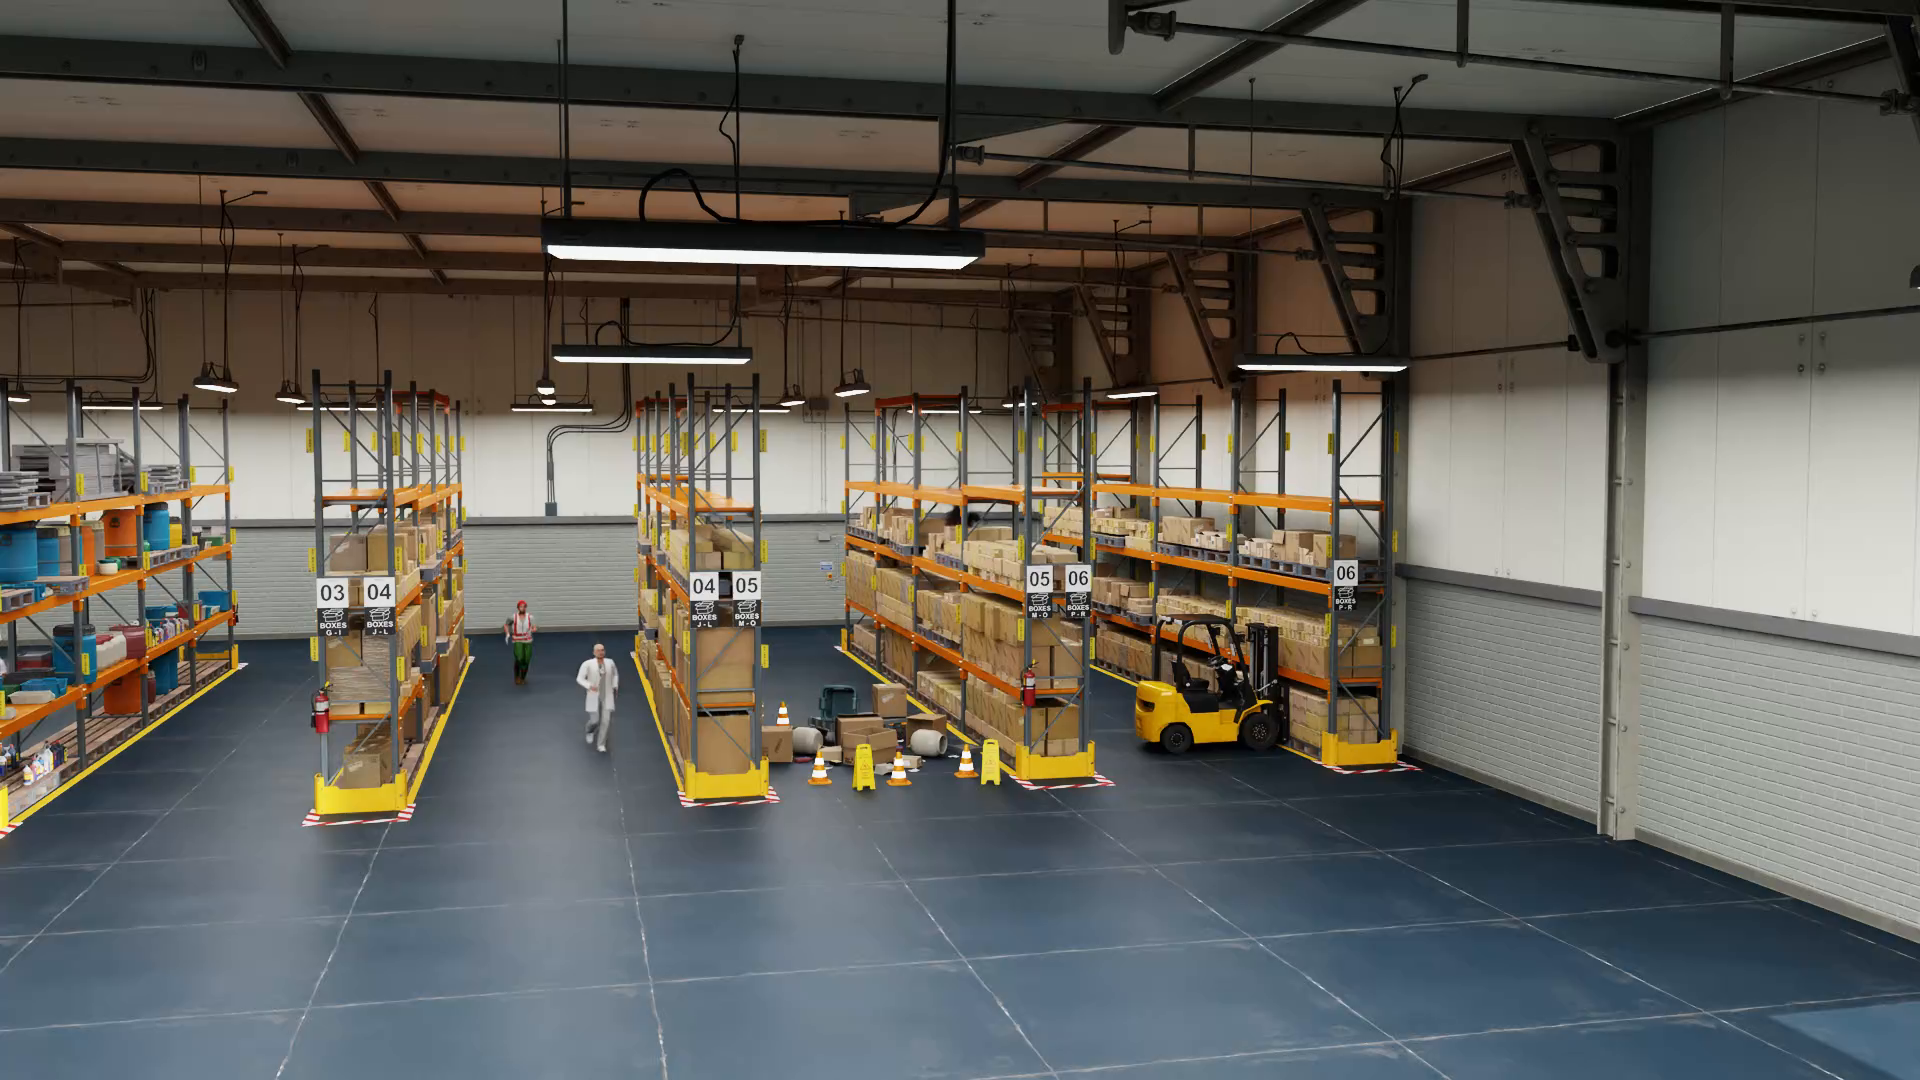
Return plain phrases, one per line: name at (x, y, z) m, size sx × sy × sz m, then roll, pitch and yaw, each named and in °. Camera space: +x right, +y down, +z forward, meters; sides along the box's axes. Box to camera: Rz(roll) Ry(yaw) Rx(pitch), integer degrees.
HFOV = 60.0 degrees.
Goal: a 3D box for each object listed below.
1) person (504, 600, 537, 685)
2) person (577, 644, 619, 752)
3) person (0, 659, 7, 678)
person at (-9.039, 2.123, 34.335) m, size 0.641 × 1.754 × 0.667 m, roll -2°, pitch 4°, yaw -26°
person at (-5.893, 2.562, 27.148) m, size 0.709 × 1.737 × 0.757 m, roll -2°, pitch 4°, yaw -27°
person at (-16.166, 2.528, 27.524) m, size 0.692 × 1.741 × 0.660 m, roll -2°, pitch 4°, yaw -26°
